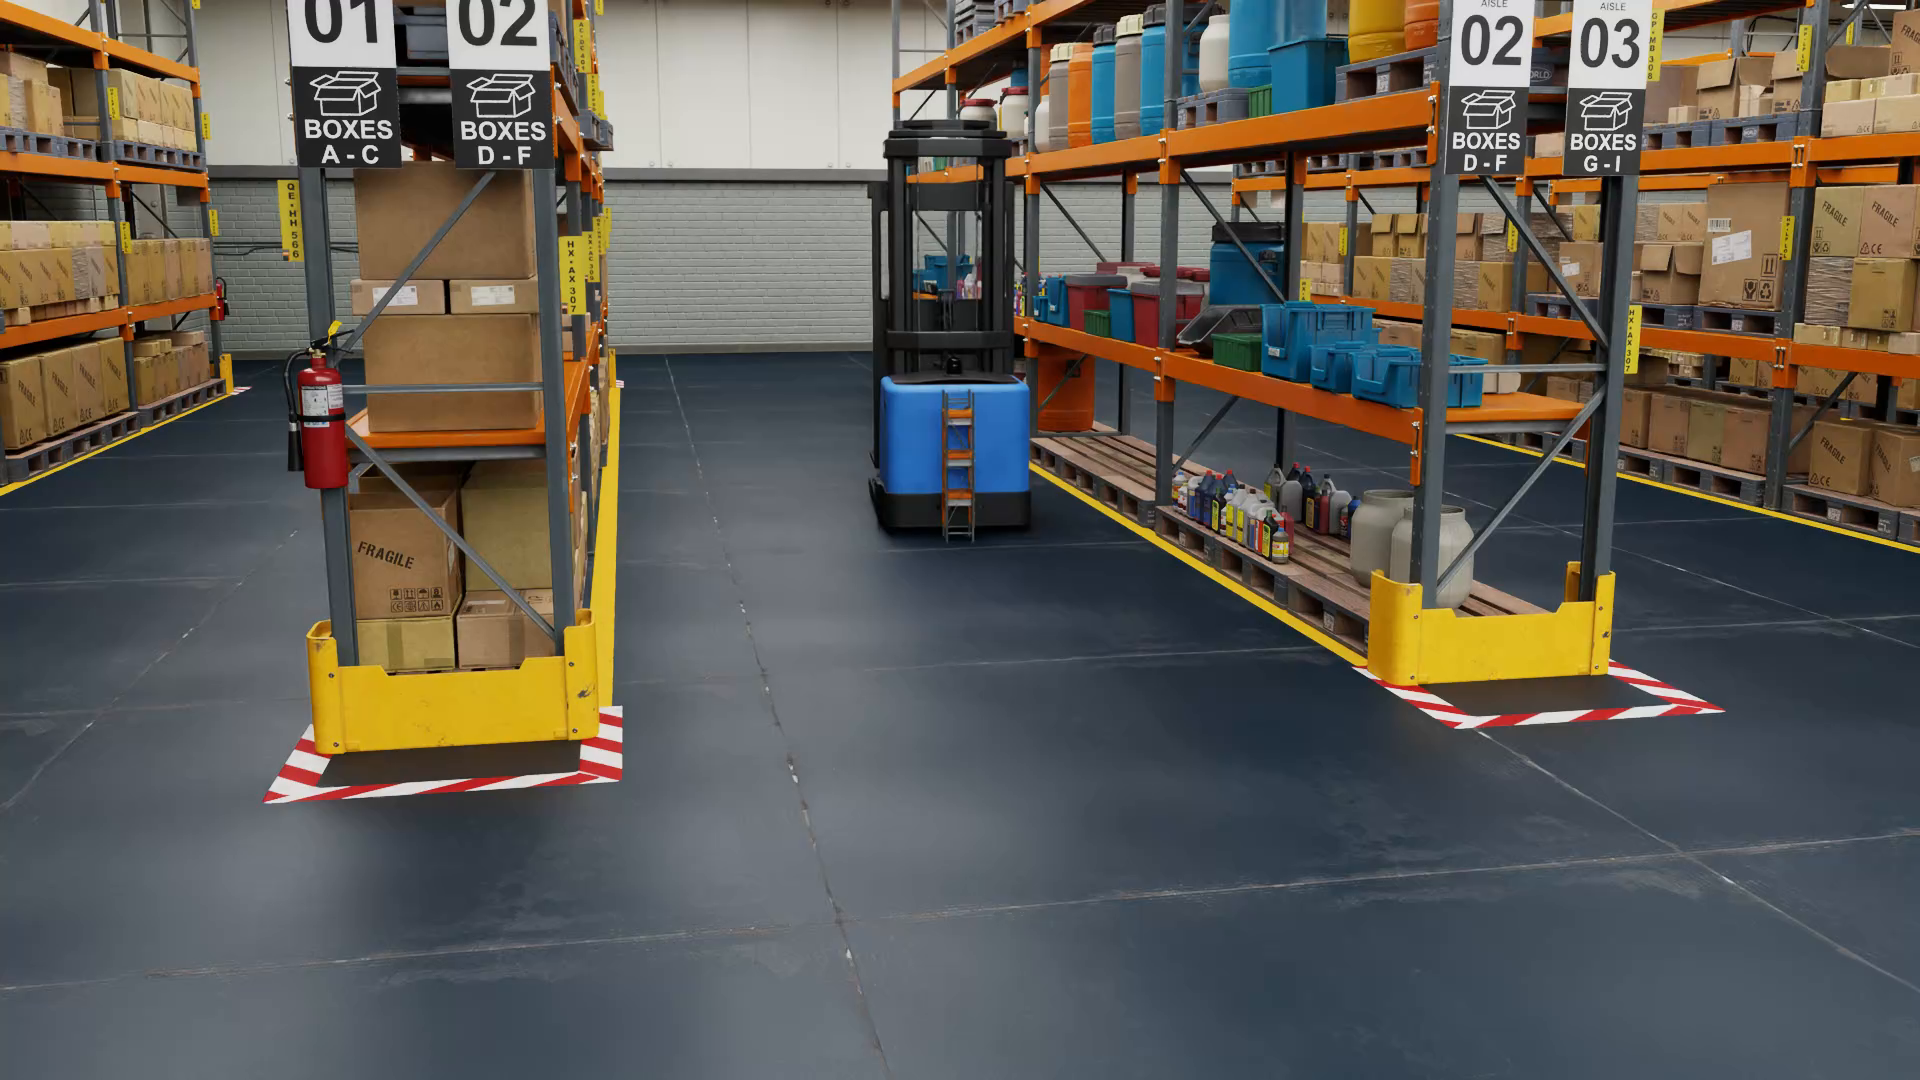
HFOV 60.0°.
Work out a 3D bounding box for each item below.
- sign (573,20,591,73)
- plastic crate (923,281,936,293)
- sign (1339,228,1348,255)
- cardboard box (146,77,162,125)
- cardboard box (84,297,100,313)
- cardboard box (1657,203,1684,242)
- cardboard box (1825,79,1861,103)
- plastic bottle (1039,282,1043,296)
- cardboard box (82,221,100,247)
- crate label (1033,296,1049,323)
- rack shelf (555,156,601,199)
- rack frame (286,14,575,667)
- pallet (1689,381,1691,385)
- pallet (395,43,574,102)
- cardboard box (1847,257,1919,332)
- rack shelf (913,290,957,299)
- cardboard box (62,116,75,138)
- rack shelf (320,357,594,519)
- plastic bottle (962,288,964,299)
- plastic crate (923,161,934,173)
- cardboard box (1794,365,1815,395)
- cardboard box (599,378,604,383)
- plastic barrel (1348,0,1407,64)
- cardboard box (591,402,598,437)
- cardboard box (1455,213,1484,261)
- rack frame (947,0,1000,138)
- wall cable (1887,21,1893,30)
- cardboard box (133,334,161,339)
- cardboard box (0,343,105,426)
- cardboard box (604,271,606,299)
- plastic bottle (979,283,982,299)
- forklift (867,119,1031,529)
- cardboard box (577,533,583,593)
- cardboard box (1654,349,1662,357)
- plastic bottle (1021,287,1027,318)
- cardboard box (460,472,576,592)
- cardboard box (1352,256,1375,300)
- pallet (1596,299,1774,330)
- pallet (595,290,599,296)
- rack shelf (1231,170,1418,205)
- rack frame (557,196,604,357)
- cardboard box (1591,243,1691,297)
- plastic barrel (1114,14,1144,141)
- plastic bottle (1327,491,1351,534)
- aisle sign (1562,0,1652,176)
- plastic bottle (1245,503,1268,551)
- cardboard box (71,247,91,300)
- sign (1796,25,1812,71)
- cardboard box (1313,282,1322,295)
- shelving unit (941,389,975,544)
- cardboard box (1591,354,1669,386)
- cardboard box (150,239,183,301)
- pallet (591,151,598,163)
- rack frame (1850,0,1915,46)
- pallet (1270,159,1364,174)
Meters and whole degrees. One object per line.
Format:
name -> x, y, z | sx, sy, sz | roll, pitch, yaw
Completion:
sign -> -2.410, -3.151, 10.610 | 0.100, 0.325, 0.005 | -2, 11, -11
plastic crate -> -0.284, -3.219, 21.130 | 0.293, 0.136, 0.466 | -2, 11, -11
sign -> 4.664, -3.634, 20.241 | 0.100, 0.325, 0.005 | -2, 11, -11
cardboard box -> -9.439, -4.999, 18.922 | 0.500, 0.500, 0.500 | -2, 11, -11
cardboard box -> -8.837, -2.344, 16.608 | 0.380, 0.149, 0.250 | -2, 11, -11
cardboard box -> 9.631, -4.210, 22.055 | 0.500, 0.500, 0.500 | -2, 11, -13
cardboard box -> 6.525, -3.248, 12.052 | 0.380, 0.149, 0.250 | -2, 11, -13
plastic bottle -> 0.865, -2.652, 17.952 | 0.097, 0.271, 0.097 | 0, 11, 0
cardboard box -> -8.936, -3.053, 16.593 | 0.500, 0.250, 0.500 | -2, 11, -10
crate label -> 0.842, -2.104, 15.174 | 0.303, 0.233, 0.416 | -2, 11, -11
rack shelf -> -4.121, -3.584, 16.408 | 1.077, 0.370, 4.000 | -2, 11, -11
rack frame -> -2.176, -0.630, 6.985 | 1.000, 3.000, 0.127 | -2, 11, -11
pallet -> 9.687, -2.329, 23.366 | 1.003, 0.211, 1.213 | -2, 11, -11
pallet -> -2.529, -2.415, 8.577 | 1.003, 0.211, 1.213 | -2, 11, -11
cardboard box -> 6.854, -1.741, 11.757 | 0.875, 0.500, 0.500 | -2, 11, -11
rack shelf -> -0.039, -3.024, 21.485 | 1.077, 0.370, 4.000 | -2, 11, -11
cardboard box -> -9.731, -4.422, 17.897 | 0.500, 0.250, 0.500 | -2, 11, -10
rack shelf -> -2.565, -0.644, 8.979 | 1.077, 0.370, 4.000 | -2, 11, -11
plastic bottle -> 0.069, -2.785, 18.838 | 0.097, 0.201, 0.097 | 0, 11, 0
plastic crate -> -0.271, -4.574, 20.388 | 0.293, 0.136, 0.466 | -2, 11, -11
cardboard box -> 10.196, -1.993, 19.707 | 0.500, 0.500, 0.500 | -2, 11, -10
cardboard box -> -3.647, -1.275, 15.883 | 0.500, 0.500, 0.500 | -3, 11, -13
plastic barrel -> 2.337, -2.786, 8.664 | 0.600, 0.588, 0.600 | 0, 11, 0
cardboard box -> -3.185, -0.954, 13.415 | 0.500, 0.311, 0.500 | -2, 11, -11
cardboard box -> 5.736, -3.253, 17.816 | 0.797, 0.503, 0.637 | -2, 11, -10
rack frame -> 0.350, -5.958, 18.930 | 1.000, 3.000, 0.127 | -2, 11, -11
wall cable -> 19.177, -11.227, 31.739 | 2.988, 3.039, 0.133 | -2, 11, -11
cardboard box -> -9.985, -2.433, 20.284 | 0.380, 0.149, 0.250 | -2, 11, -11
cardboard box -> -8.938, -1.523, 16.302 | 0.750, 0.750, 0.750 | -2, 11, -9
cardboard box -> -4.444, -3.077, 19.575 | 0.500, 0.500, 0.500 | -2, 11, -10
plastic bottle -> 0.291, -2.638, 17.868 | 0.152, 0.276, 0.135 | -2, 11, -11
forklift -> -0.153, -1.747, 13.034 | 1.130, 2.935, 3.031 | -1, 11, -6
cardboard box -> -2.352, 0.133, 9.207 | 0.500, 0.250, 0.500 | -2, 11, -11
cardboard box -> 9.633, -2.498, 22.503 | 0.380, 0.149, 0.250 | -2, 11, -10
plastic bottle -> 0.631, -2.278, 15.956 | 0.061, 0.283, 0.133 | -2, 11, -11
cardboard box -> -2.161, -0.052, 8.173 | 0.500, 0.500, 0.500 | -2, 11, -11
cardboard box -> 5.052, -3.146, 19.937 | 0.500, 0.500, 0.500 | -2, 11, -11
pallet -> 6.411, -2.001, 14.701 | 1.003, 0.211, 1.213 | -2, 11, -11
pallet -> -4.115, -2.360, 16.585 | 1.003, 0.211, 1.213 | -2, 11, -11
rack shelf -> 4.819, -4.678, 22.151 | 1.077, 0.370, 4.000 | -2, 11, -11
rack frame -> -4.510, -2.831, 18.548 | 1.000, 3.000, 0.127 | -2, 11, -11
cardboard box -> 6.337, -2.516, 15.502 | 0.700, 0.500, 0.500 | 0, 11, -3
plastic barrel -> 1.467, -3.468, 12.533 | 0.600, 0.901, 0.600 | 0, 11, 0
plastic bottle -> 2.442, -0.189, 10.776 | 0.152, 0.276, 0.135 | -2, 11, -10
aisle sign -> 2.985, -2.084, 7.671 | 0.394, 0.787, 0.004 | -2, 11, -11
plastic bottle -> 1.847, -0.081, 10.209 | 0.152, 0.276, 0.135 | -2, 11, -13
cardboard box -> -8.833, -2.594, 16.187 | 0.500, 0.500, 0.500 | -2, 11, -11
sign -> 6.220, -3.623, 12.253 | 0.100, 0.325, 0.005 | -2, 11, -11
cardboard box -> 4.727, -3.205, 21.187 | 0.380, 0.149, 0.250 | -2, 11, -12
shelving unit -> -0.012, -0.515, 11.596 | 0.215, 1.050, 0.252 | -1, 11, -5
cardboard box -> 6.259, -1.595, 15.556 | 0.500, 0.250, 0.500 | -1, 11, -5
cardboard box -> -9.745, -3.165, 19.499 | 0.980, 0.700, 0.700 | -3, 11, -14
pallet -> -4.247, -3.900, 16.644 | 1.213, 0.211, 1.003 | -2, 11, -11
rack frame -> 14.151, -7.232, 25.624 | 1.000, 3.000, 0.127 | -2, 11, -11
pallet -> 4.825, -4.994, 22.128 | 1.003, 0.211, 1.213 | -2, 11, -11
